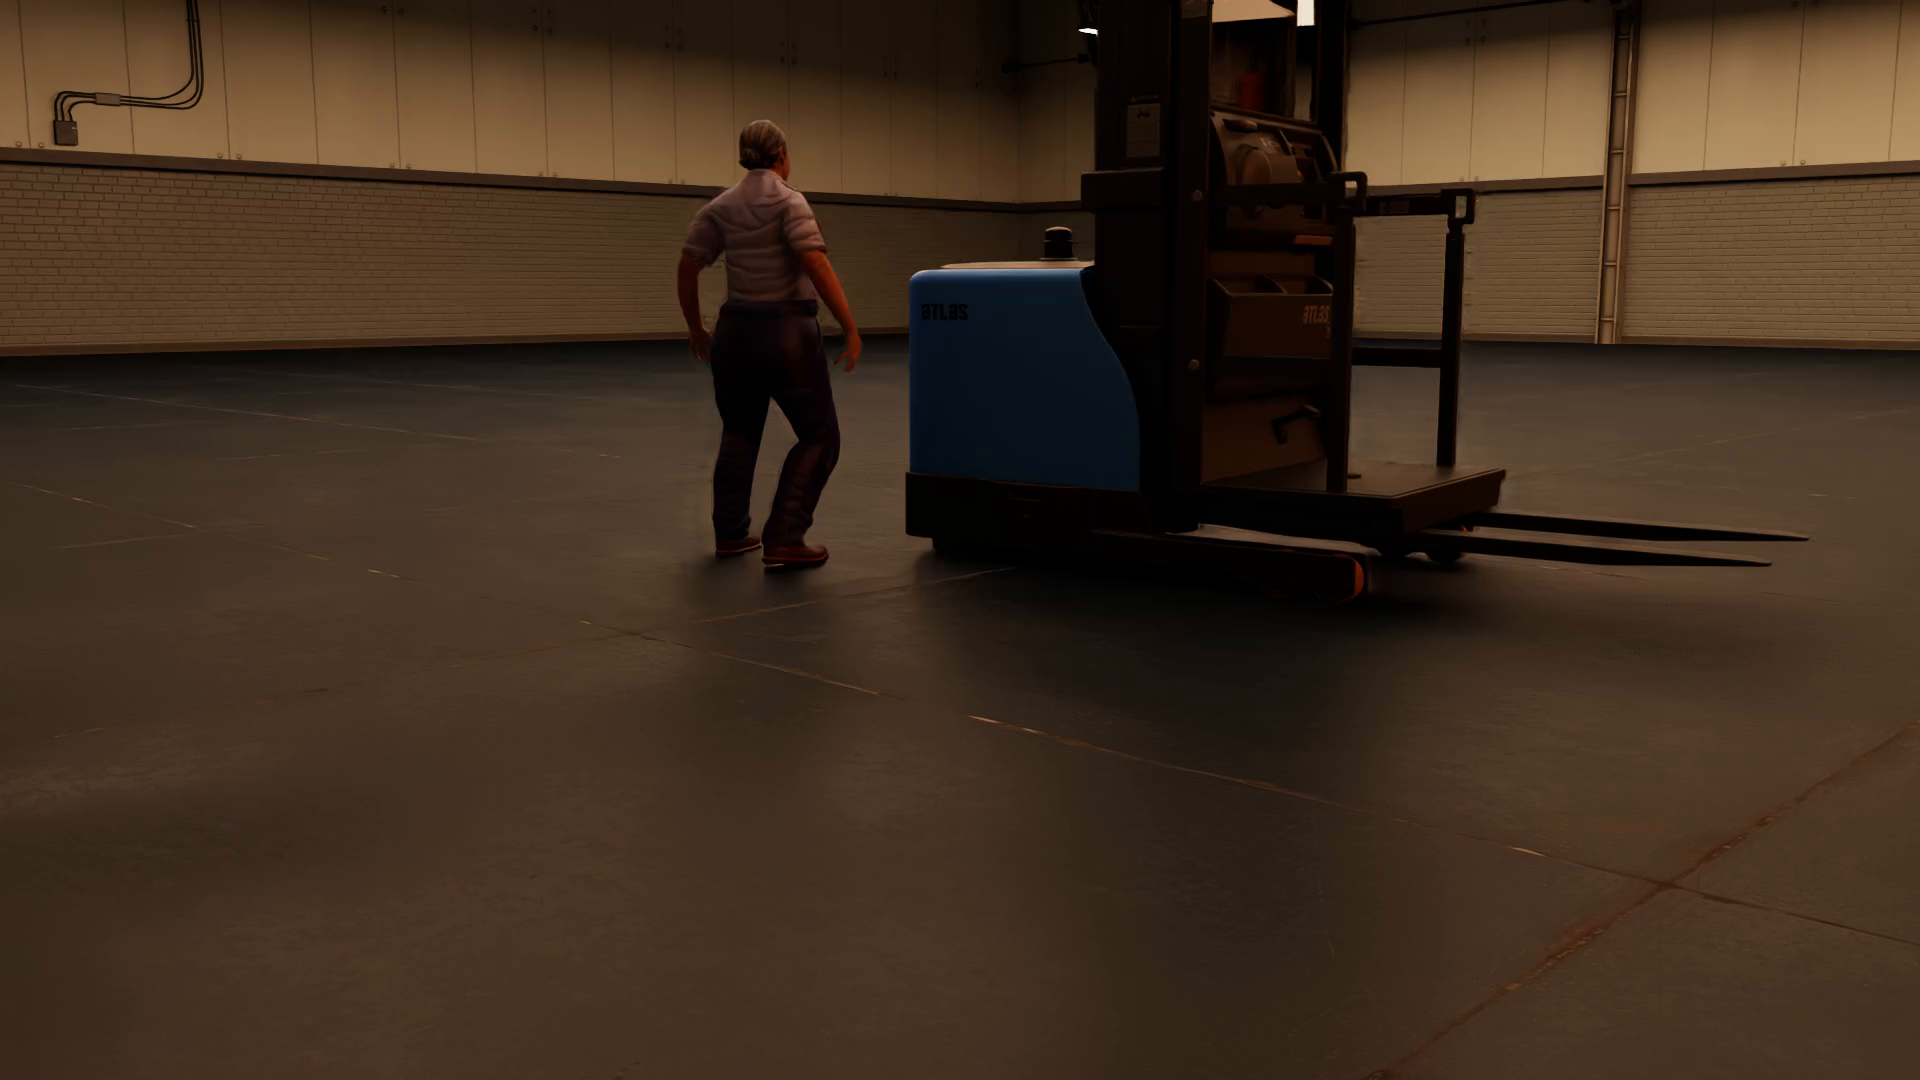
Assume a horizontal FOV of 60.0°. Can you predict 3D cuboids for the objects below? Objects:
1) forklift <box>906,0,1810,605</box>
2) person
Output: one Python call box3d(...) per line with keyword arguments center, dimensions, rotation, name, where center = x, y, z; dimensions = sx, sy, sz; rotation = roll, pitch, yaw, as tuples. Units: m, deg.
box3d(center=(1.282, -1.331, 5.714), dimensions=(3.031, 2.935, 1.130), rotation=(6, 11, 36), name="forklift")
box3d(center=(-0.679, -0.719, 6.111), dimensions=(0.763, 1.601, 0.444), rotation=(5, 10, 31), name="person")
